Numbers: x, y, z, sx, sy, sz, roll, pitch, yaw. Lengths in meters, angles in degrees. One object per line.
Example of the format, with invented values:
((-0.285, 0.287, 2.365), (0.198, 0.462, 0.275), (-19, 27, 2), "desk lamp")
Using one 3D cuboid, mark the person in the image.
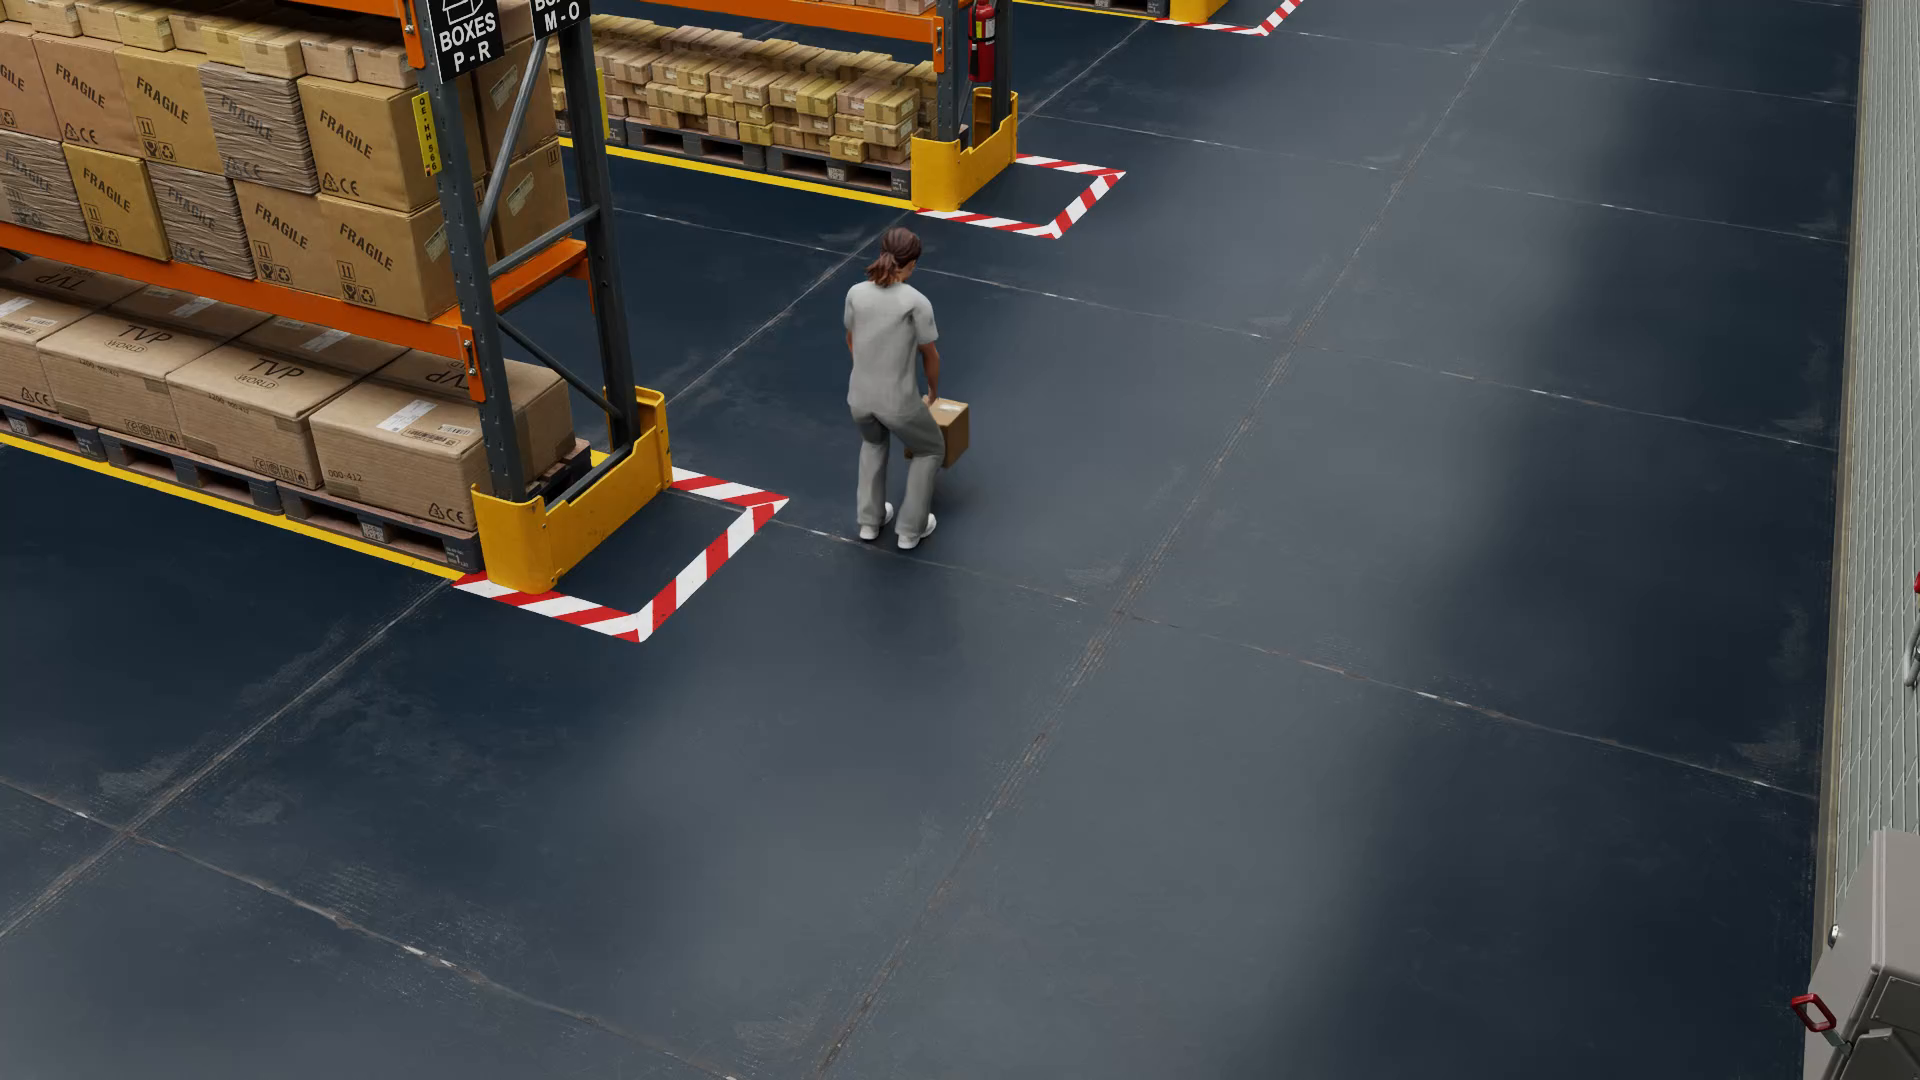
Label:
((-0.331, -0.702, 7.870), (0.480, 1.536, 0.510), (15, 37, 21), "person")
